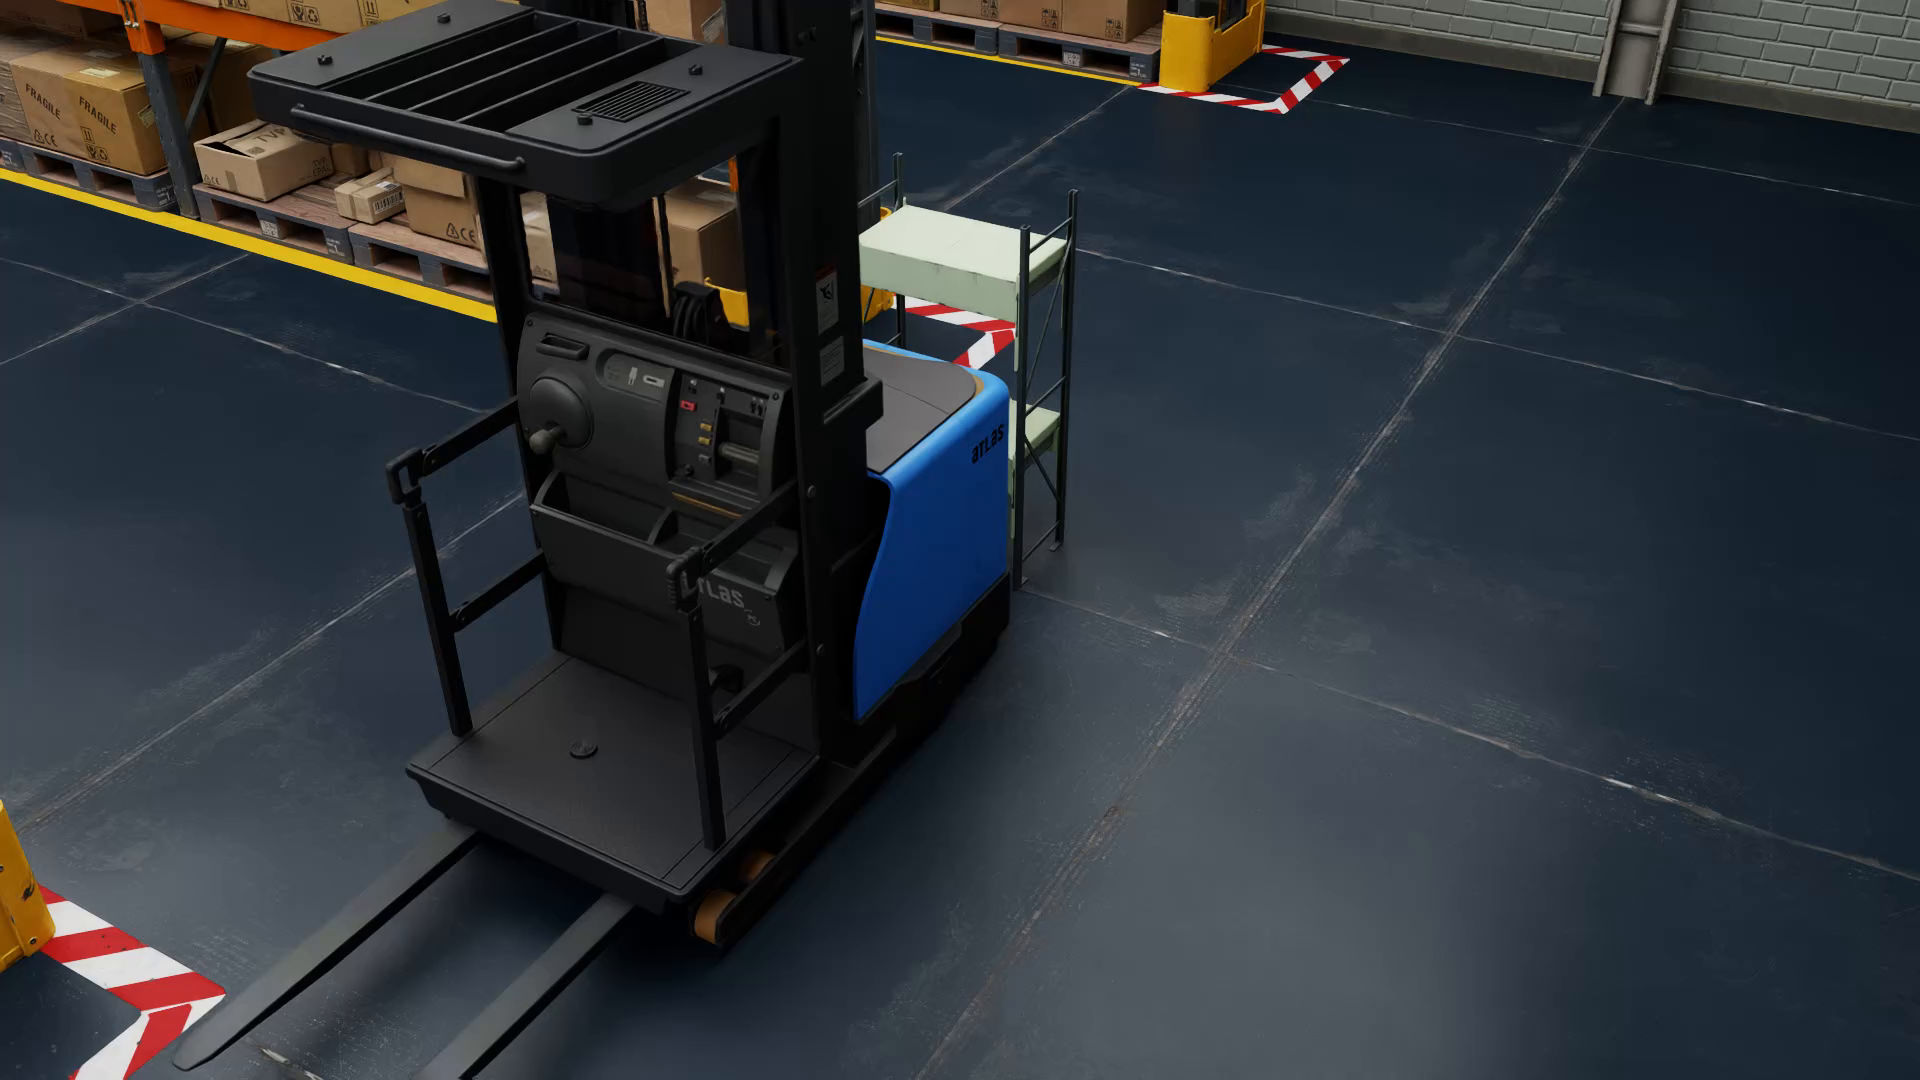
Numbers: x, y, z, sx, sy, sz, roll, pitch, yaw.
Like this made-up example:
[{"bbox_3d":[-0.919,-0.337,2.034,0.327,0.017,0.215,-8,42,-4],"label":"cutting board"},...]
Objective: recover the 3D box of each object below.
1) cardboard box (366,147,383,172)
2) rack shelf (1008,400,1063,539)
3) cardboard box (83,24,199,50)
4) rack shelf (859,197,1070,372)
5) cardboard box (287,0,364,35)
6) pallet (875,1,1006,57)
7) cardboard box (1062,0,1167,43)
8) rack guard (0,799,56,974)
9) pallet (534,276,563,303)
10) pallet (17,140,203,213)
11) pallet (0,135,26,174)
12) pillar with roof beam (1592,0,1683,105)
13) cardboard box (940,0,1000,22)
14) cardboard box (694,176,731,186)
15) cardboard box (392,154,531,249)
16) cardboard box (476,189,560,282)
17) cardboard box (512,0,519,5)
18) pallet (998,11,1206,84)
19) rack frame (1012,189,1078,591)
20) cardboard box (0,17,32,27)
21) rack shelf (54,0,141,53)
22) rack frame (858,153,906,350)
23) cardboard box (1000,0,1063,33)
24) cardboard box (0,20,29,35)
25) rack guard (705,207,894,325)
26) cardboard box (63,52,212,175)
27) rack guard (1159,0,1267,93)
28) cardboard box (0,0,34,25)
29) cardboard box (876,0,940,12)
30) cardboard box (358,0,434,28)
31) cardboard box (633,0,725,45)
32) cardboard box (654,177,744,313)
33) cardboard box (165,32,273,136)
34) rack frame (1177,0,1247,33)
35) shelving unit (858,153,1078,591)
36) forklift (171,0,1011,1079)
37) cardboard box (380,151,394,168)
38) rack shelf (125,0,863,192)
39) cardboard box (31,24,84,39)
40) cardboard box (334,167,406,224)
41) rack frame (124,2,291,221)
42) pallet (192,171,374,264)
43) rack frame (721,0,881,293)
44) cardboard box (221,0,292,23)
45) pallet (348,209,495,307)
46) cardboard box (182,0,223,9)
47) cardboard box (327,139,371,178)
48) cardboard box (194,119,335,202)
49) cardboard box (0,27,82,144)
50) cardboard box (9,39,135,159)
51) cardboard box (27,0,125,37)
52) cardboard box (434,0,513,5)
[{"bbox_3d":[-3.174,-2.229,9.567,0.250,0.149,0.380,18,37,24],"label":"cardboard box"},{"bbox_3d":[-0.006,-0.355,6.518,0.720,0.370,0.431,18,37,24],"label":"rack shelf"},{"bbox_3d":[-4.932,-2.862,10.199,0.500,0.500,0.500,18,38,25],"label":"cardboard box"},{"bbox_3d":[-0.006,-0.951,6.121,0.720,0.370,0.431,18,37,24],"label":"rack shelf"},{"bbox_3d":[-2.978,-2.820,8.188,0.500,0.500,0.500,17,37,24],"label":"cardboard box"},{"bbox_3d":[-0.025,-3.970,12.521,1.213,0.211,1.003,18,37,24],"label":"pallet"},{"bbox_3d":[1.106,-3.891,11.763,0.500,0.500,0.700,18,37,24],"label":"cardboard box"},{"bbox_3d":[-3.125,1.196,4.502,0.348,0.500,1.175,18,37,24],"label":"rack guard"},{"bbox_3d":[-1.450,-1.306,8.521,1.213,0.211,1.003,18,37,24],"label":"pallet"},{"bbox_3d":[-4.889,-2.372,10.122,1.213,0.211,1.003,18,37,24],"label":"pallet"},{"bbox_3d":[-5.953,-2.707,10.625,1.213,0.211,1.003,18,37,24],"label":"pallet"},{"bbox_3d":[2.401,-4.711,5.706,0.400,9.000,9.100,18,37,24],"label":"pillar with roof beam"},{"bbox_3d":[0.234,-4.166,12.177,0.500,0.500,0.700,16,37,23],"label":"cardboard box"},{"bbox_3d":[-1.457,-1.689,8.664,0.500,0.250,0.500,18,37,24],"label":"cardboard box"},{"bbox_3d":[-2.531,-1.957,8.838,0.637,0.503,0.797,18,37,24],"label":"cardboard box"},{"bbox_3d":[-2.096,-1.572,8.489,0.500,0.250,0.500,18,37,24],"label":"cardboard box"},{"bbox_3d":[-1.668,-2.402,7.560,0.500,0.500,0.500,18,38,25],"label":"cardboard box"},{"bbox_3d":[1.030,-3.634,12.016,1.213,0.211,1.003,18,37,24],"label":"pallet"},{"bbox_3d":[0.312,-0.525,6.186,0.023,1.500,0.400,18,37,24],"label":"rack frame"},{"bbox_3d":[-5.801,-3.142,10.620,0.500,0.500,0.500,16,37,23],"label":"cardboard box"},{"bbox_3d":[-5.901,-3.578,10.066,4.000,0.370,1.077,18,37,24],"label":"rack shelf"},{"bbox_3d":[-0.324,-0.727,6.488,0.023,1.500,0.400,18,37,24],"label":"rack frame"},{"bbox_3d":[0.671,-4.028,11.969,0.500,0.500,0.700,17,37,24],"label":"cardboard box"},{"bbox_3d":[-6.038,-2.885,10.234,0.500,0.500,0.500,16,37,23],"label":"cardboard box"},{"bbox_3d":[-0.757,-1.208,8.112,0.348,0.500,1.175,18,37,24],"label":"rack guard"},{"bbox_3d":[-4.735,-2.468,9.608,0.500,0.500,0.500,17,37,24],"label":"cardboard box"},{"bbox_3d":[1.784,-3.565,11.652,0.348,0.500,1.175,18,37,24],"label":"rack guard"},{"bbox_3d":[-5.767,-3.445,10.399,0.500,0.250,0.500,17,37,24],"label":"cardboard box"},{"bbox_3d":[-0.232,-4.309,12.392,0.500,0.500,0.700,18,38,25],"label":"cardboard box"},{"bbox_3d":[-2.535,-2.680,7.979,0.500,0.500,0.500,17,37,24],"label":"cardboard box"},{"bbox_3d":[-1.215,-2.261,7.349,0.500,0.500,0.500,19,38,26],"label":"cardboard box"},{"bbox_3d":[-1.286,-1.401,8.006,0.500,0.500,0.500,18,37,24],"label":"cardboard box"},{"bbox_3d":[-4.463,-2.720,9.987,0.500,0.500,0.500,16,37,22],"label":"cardboard box"},{"bbox_3d":[1.763,-4.612,10.970,0.127,3.000,1.000,18,37,24],"label":"rack frame"},{"bbox_3d":[-0.006,-0.626,6.337,0.755,1.500,0.431,18,37,24],"label":"shelving unit"},{"bbox_3d":[-0.996,-0.310,4.571,1.130,2.935,3.031,18,38,25],"label":"forklift"},{"bbox_3d":[-2.878,-2.165,9.323,0.500,0.311,0.500,18,37,24],"label":"cardboard box"},{"bbox_3d":[-2.428,-2.478,8.414,4.000,0.370,1.077,18,37,24],"label":"rack shelf"},{"bbox_3d":[-5.362,-3.003,10.411,0.500,0.500,0.500,18,38,25],"label":"cardboard box"},{"bbox_3d":[-3.151,-1.878,9.024,0.250,0.166,0.380,18,37,24],"label":"cardboard box"},{"bbox_3d":[-4.164,-3.327,9.040,0.127,3.000,1.000,18,37,24],"label":"rack frame"},{"bbox_3d":[-3.569,-1.977,9.529,1.213,0.211,1.003,18,37,24],"label":"pallet"},{"bbox_3d":[-0.691,-2.227,7.388,0.127,3.000,1.000,18,37,24],"label":"rack frame"},{"bbox_3d":[-3.411,-2.958,8.396,0.500,0.500,0.500,18,38,25],"label":"cardboard box"},{"bbox_3d":[-2.505,-1.642,9.026,1.213,0.211,1.003,18,37,24],"label":"pallet"},{"bbox_3d":[-3.857,-3.098,8.605,0.500,0.500,0.500,19,38,26],"label":"cardboard box"},{"bbox_3d":[-3.529,-2.450,9.581,0.500,0.500,0.500,18,37,24],"label":"cardboard box"},{"bbox_3d":[-3.907,-2.172,9.334,0.500,0.311,0.500,18,37,24],"label":"cardboard box"},{"bbox_3d":[-5.595,-2.746,10.025,0.500,0.500,0.500,18,38,25],"label":"cardboard box"},{"bbox_3d":[-5.160,-2.608,9.818,0.500,0.500,0.500,18,38,25],"label":"cardboard box"},{"bbox_3d":[-5.332,-3.307,10.192,0.500,0.250,0.500,18,38,24],"label":"cardboard box"},{"bbox_3d":[-2.098,-2.542,7.770,0.500,0.500,0.500,18,38,25],"label":"cardboard box"}]
